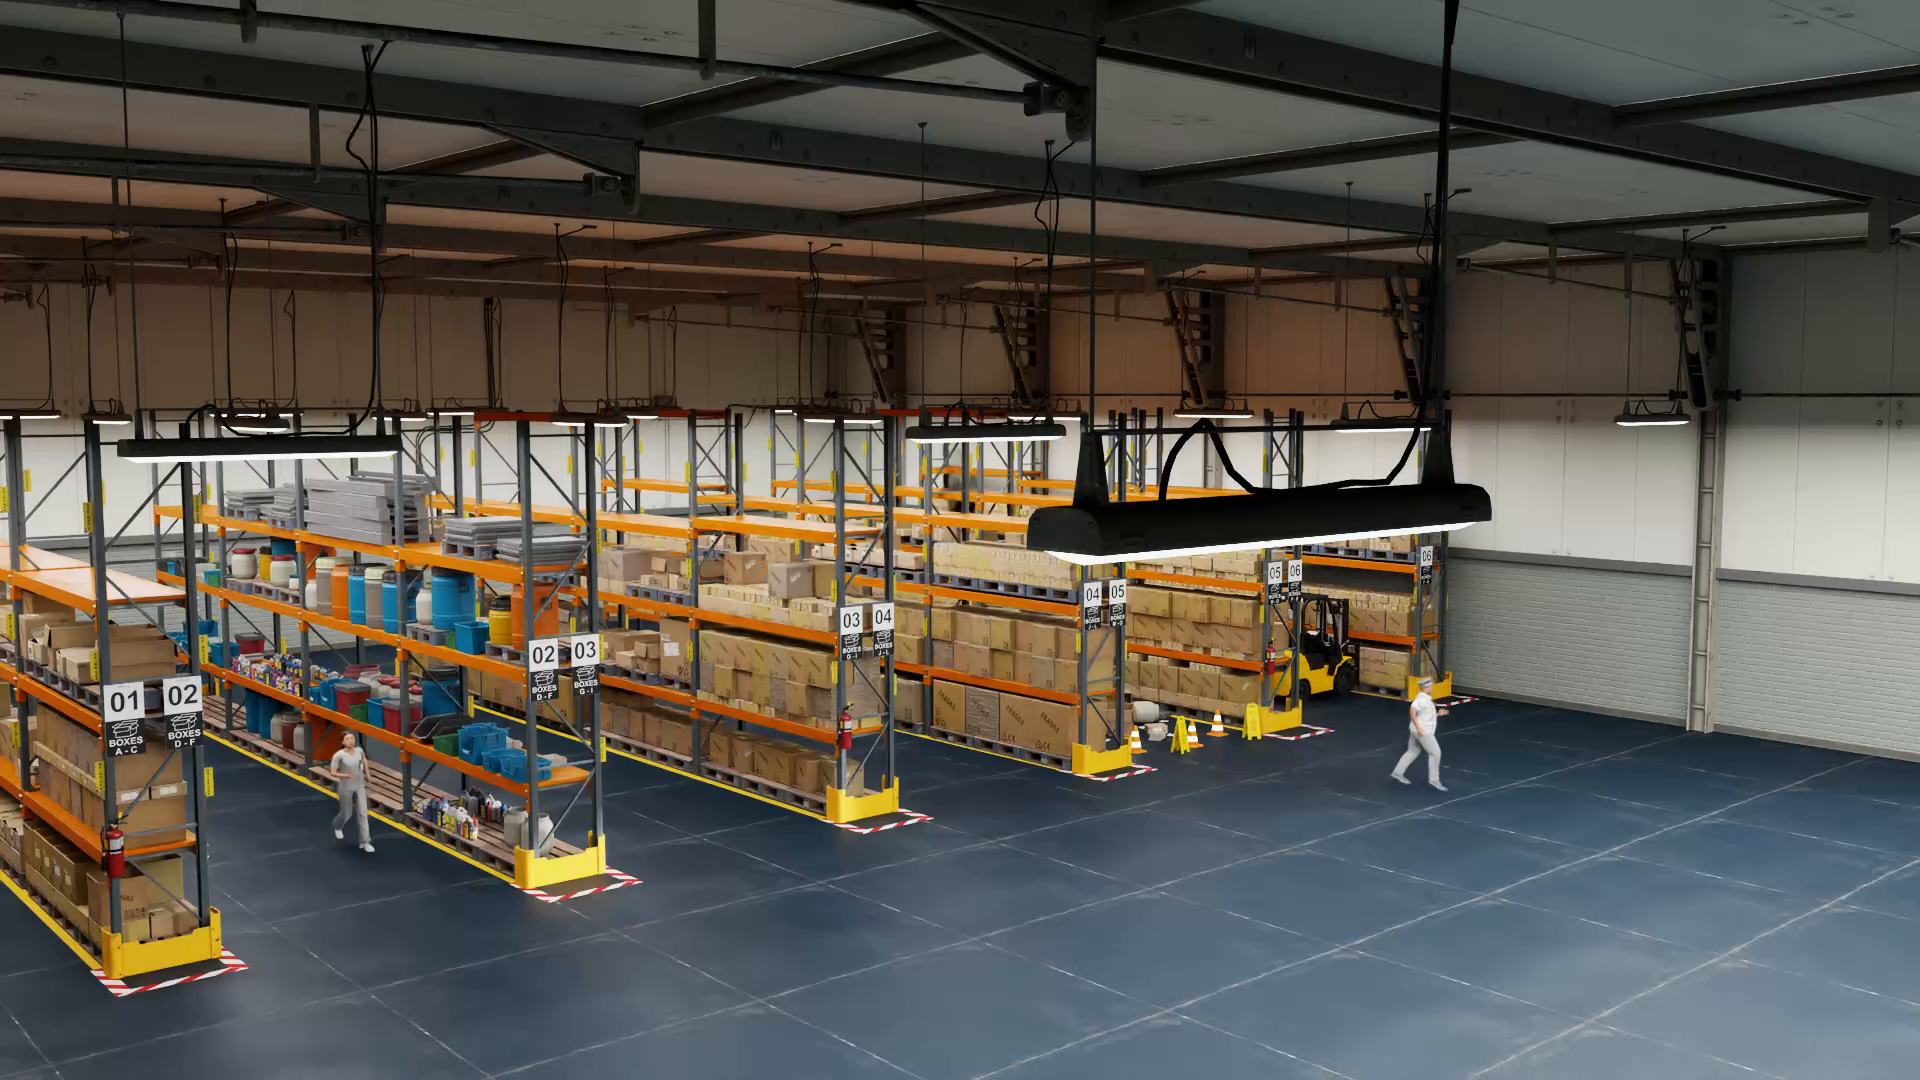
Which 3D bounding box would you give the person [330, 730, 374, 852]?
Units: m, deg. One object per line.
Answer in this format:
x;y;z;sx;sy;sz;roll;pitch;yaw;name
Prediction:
-8.434;3.451;23.089;0.581;1.626;1.053;-4;7;-41;person

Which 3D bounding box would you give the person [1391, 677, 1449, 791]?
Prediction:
7.389;3.104;26.656;0.893;1.836;0.634;0;5;0;person
